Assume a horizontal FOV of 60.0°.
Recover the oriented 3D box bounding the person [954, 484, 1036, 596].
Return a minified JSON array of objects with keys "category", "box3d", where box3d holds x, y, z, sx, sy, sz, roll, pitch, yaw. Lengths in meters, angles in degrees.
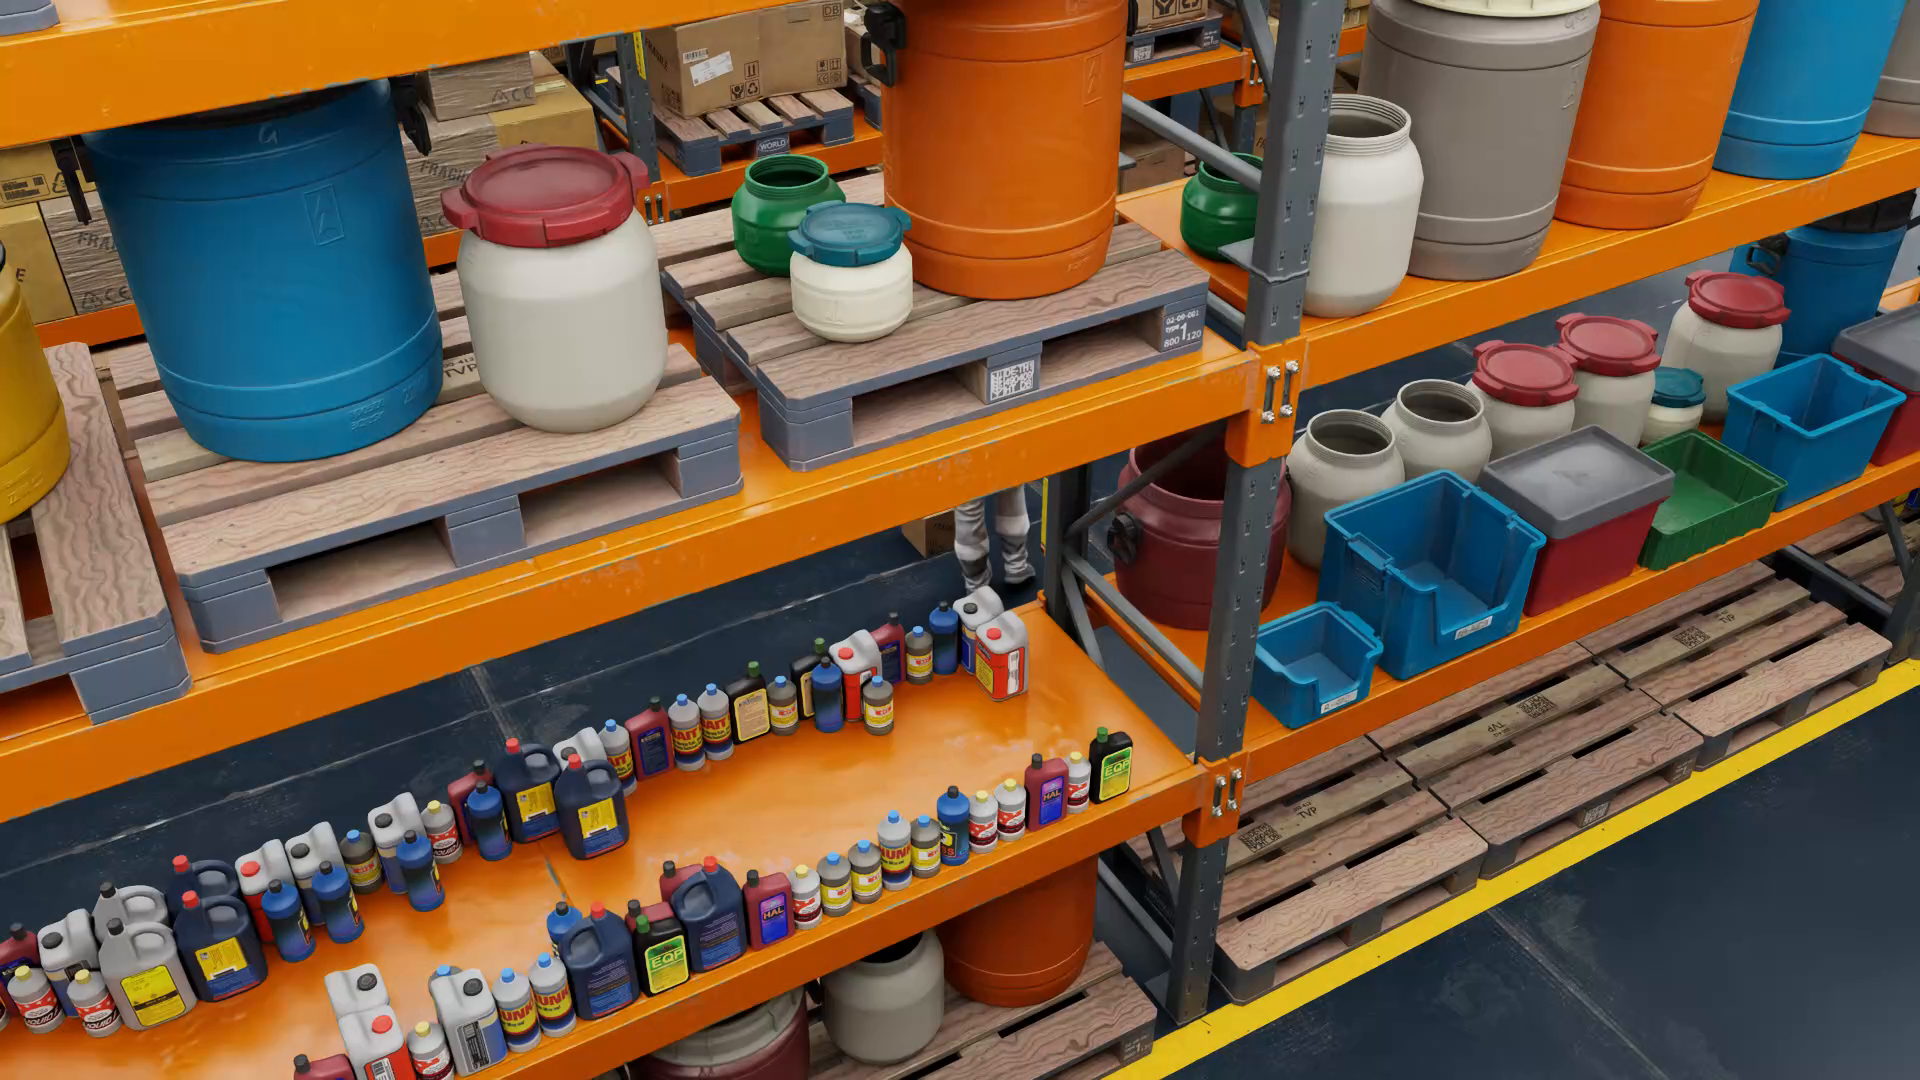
[{"category":"person","box3d":[0.111,-0.485,7.573,0.553,1.821,0.385,-7,37,-10]}]
